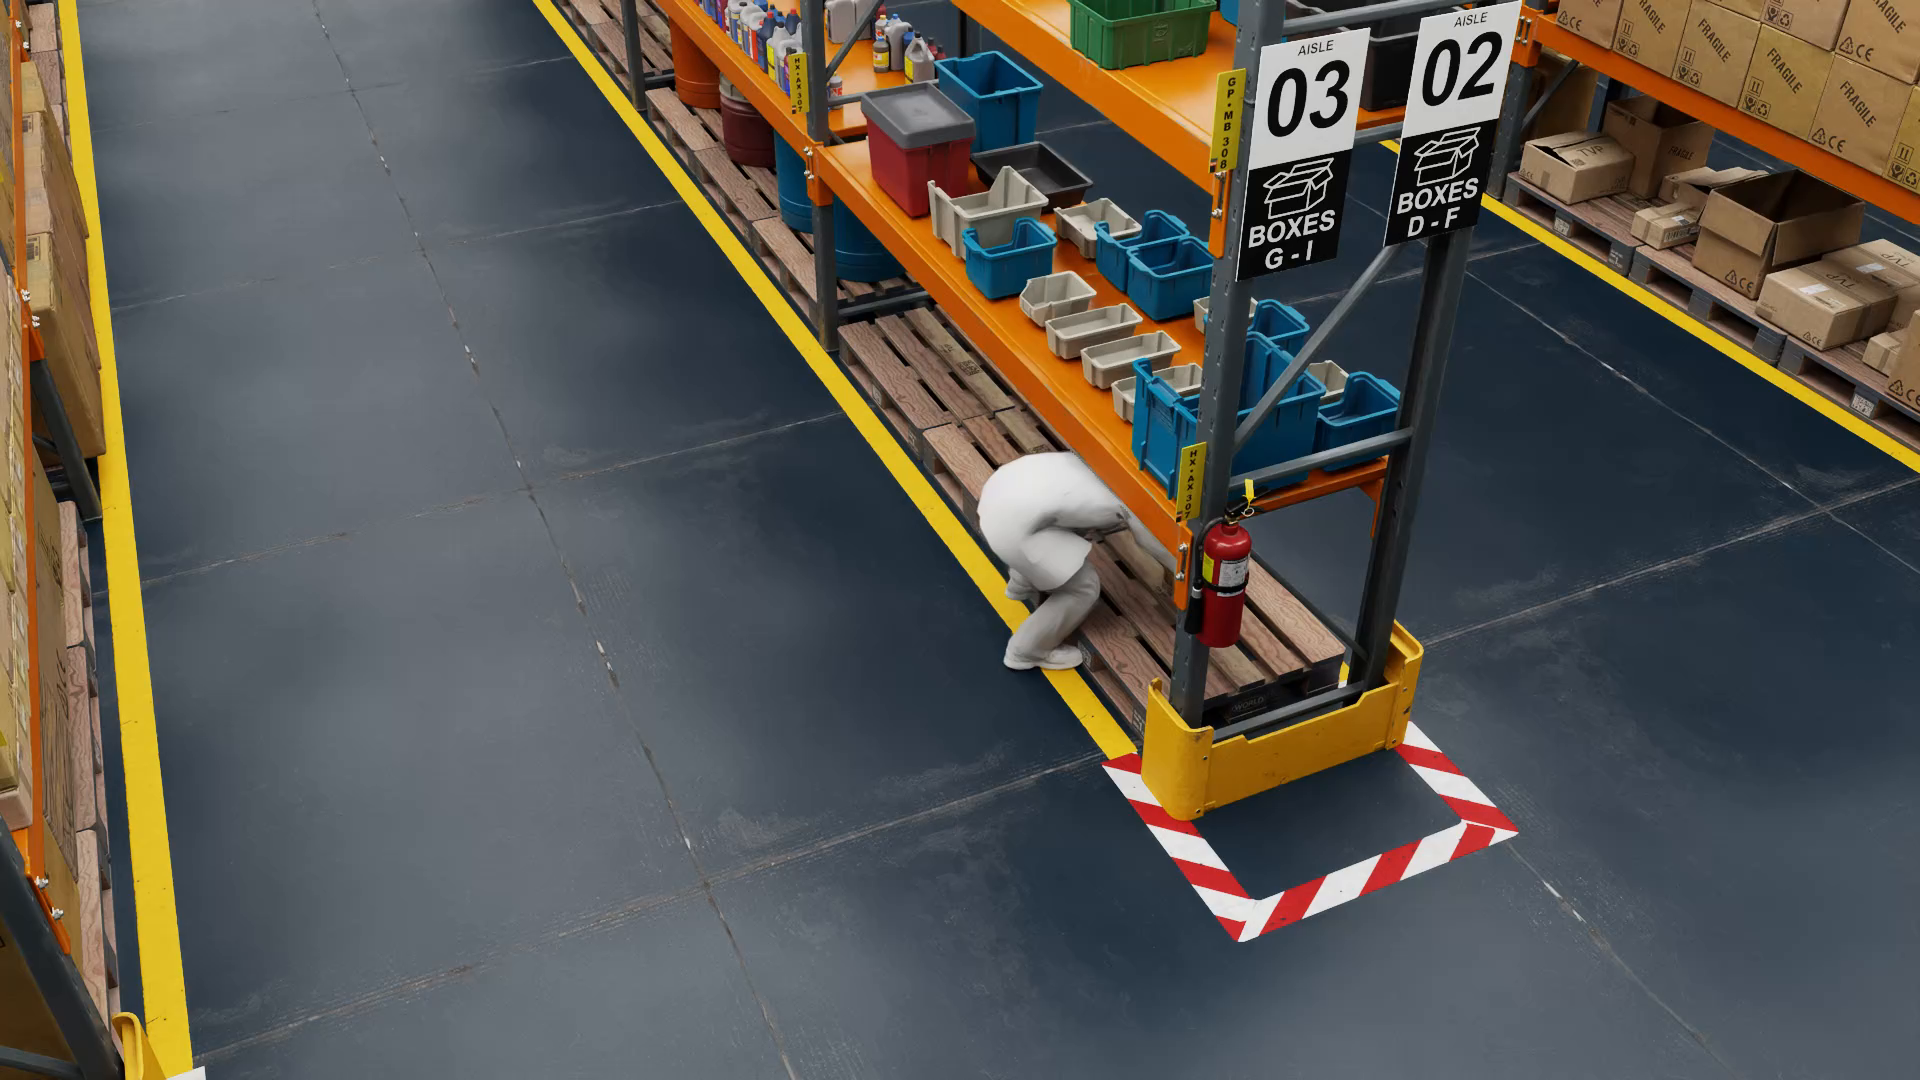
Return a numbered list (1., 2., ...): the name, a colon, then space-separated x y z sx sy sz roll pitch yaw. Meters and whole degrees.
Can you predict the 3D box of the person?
1. person: 0.649 0.046 7.444 1.163 1.013 0.600 -6 37 -9
